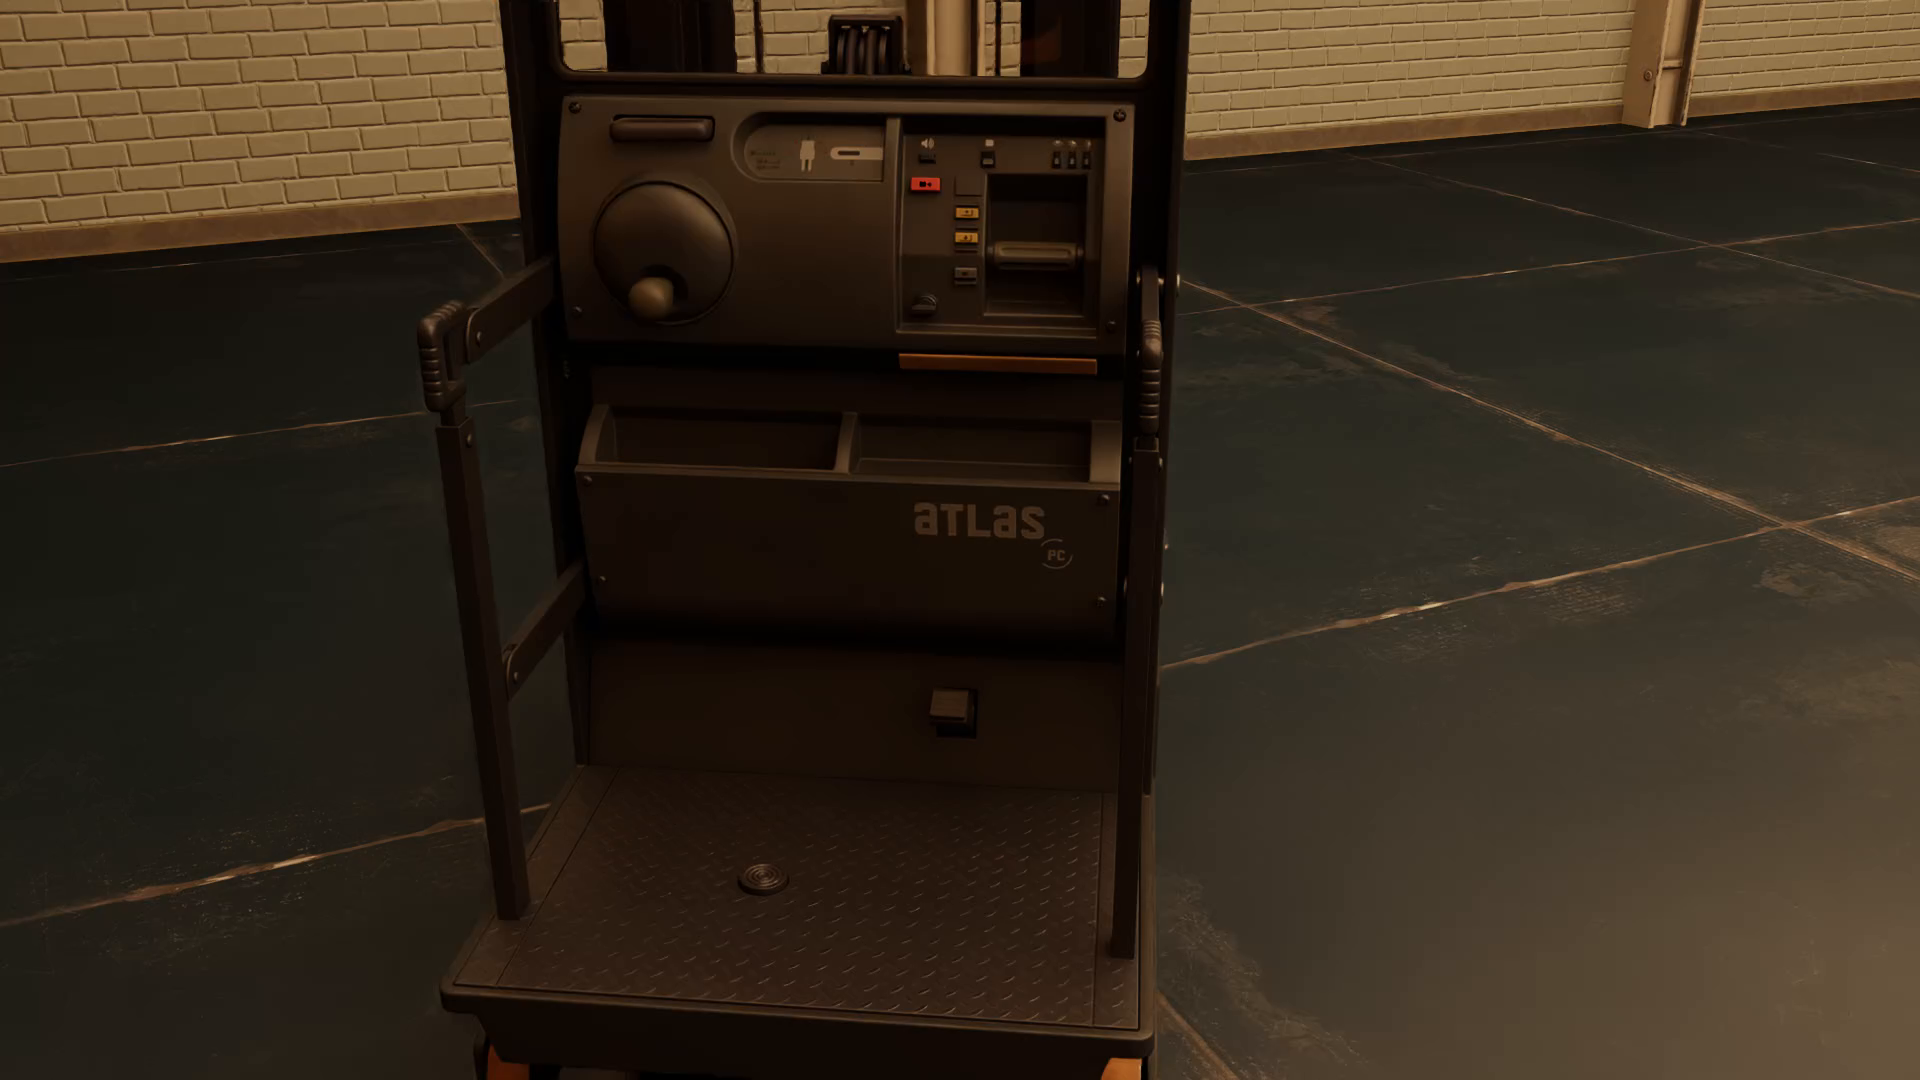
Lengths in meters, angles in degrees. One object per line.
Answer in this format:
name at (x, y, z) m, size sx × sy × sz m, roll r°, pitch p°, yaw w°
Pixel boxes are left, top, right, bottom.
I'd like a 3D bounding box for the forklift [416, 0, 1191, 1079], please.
forklift at (-0.209, -0.498, 2.484) m, size 1.130 × 2.935 × 3.031 m, roll 2°, pitch 23°, yaw 5°
